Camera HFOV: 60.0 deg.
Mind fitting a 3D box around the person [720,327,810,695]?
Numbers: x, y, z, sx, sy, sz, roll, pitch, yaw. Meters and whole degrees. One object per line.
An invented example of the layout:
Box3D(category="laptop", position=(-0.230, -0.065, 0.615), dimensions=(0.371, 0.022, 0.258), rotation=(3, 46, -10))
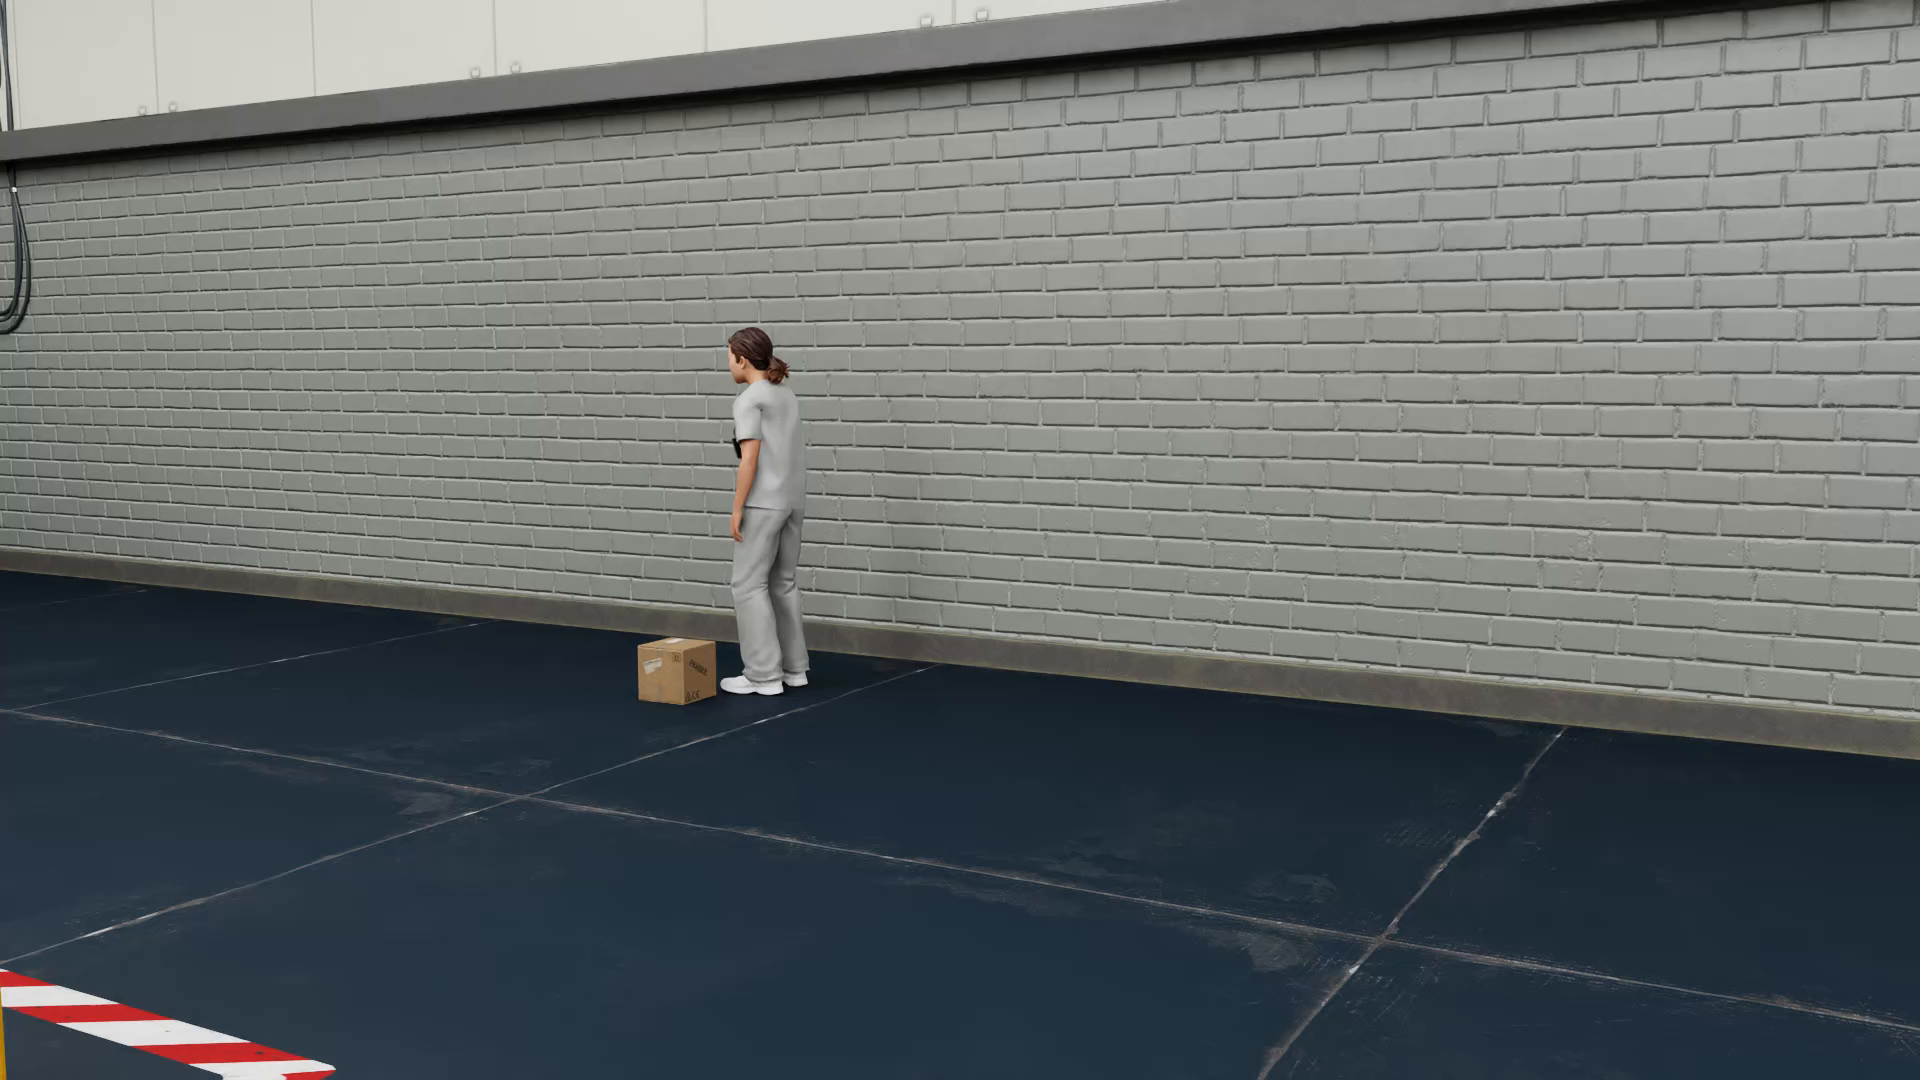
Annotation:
Box3D(category="person", position=(-0.892, -0.136, 7.628), dimensions=(0.358, 1.671, 0.507), rotation=(3, 7, 25))
